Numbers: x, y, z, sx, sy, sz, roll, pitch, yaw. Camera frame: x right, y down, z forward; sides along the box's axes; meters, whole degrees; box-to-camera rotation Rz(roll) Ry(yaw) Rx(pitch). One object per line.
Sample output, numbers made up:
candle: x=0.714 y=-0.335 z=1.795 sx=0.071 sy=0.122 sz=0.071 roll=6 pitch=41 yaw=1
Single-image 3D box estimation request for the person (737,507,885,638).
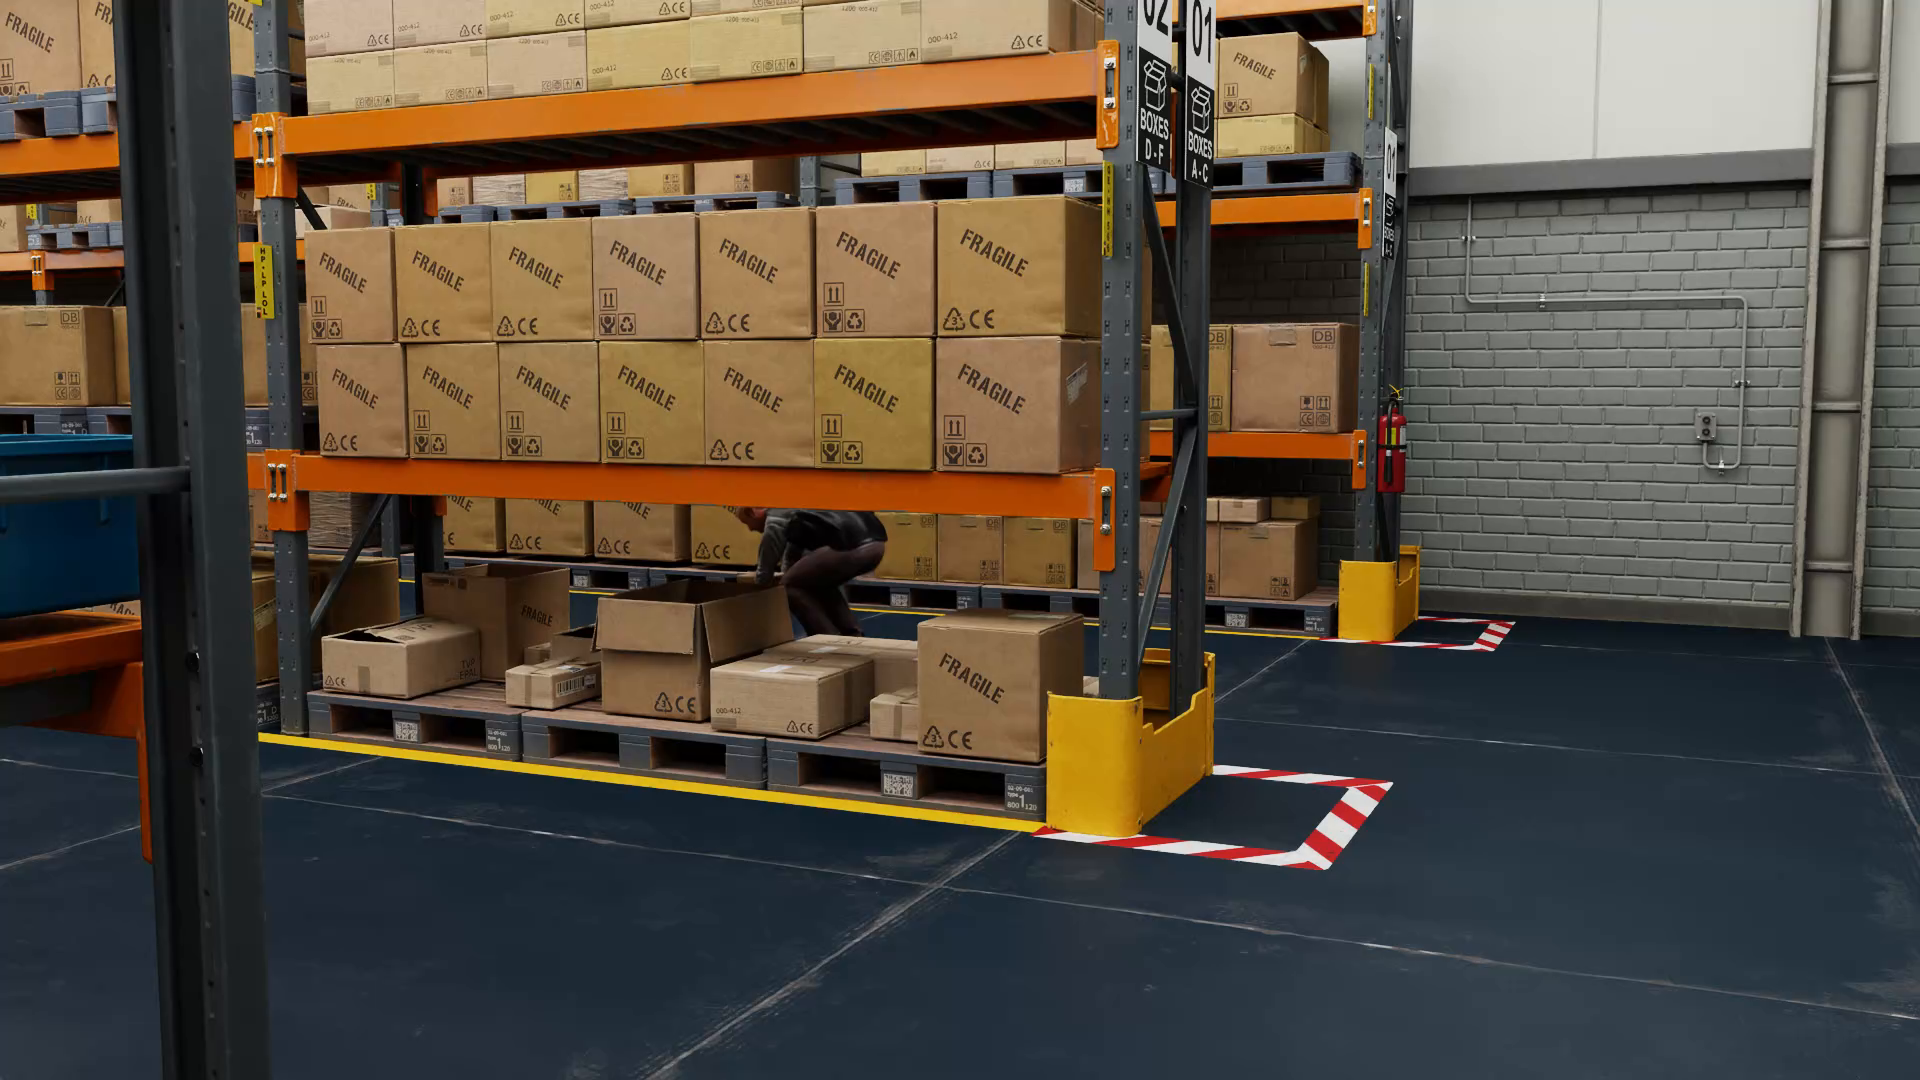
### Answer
person: x=-0.916 y=0.202 z=10.058 sx=0.920 sy=0.957 sz=0.507 roll=2 pitch=6 yaw=21
